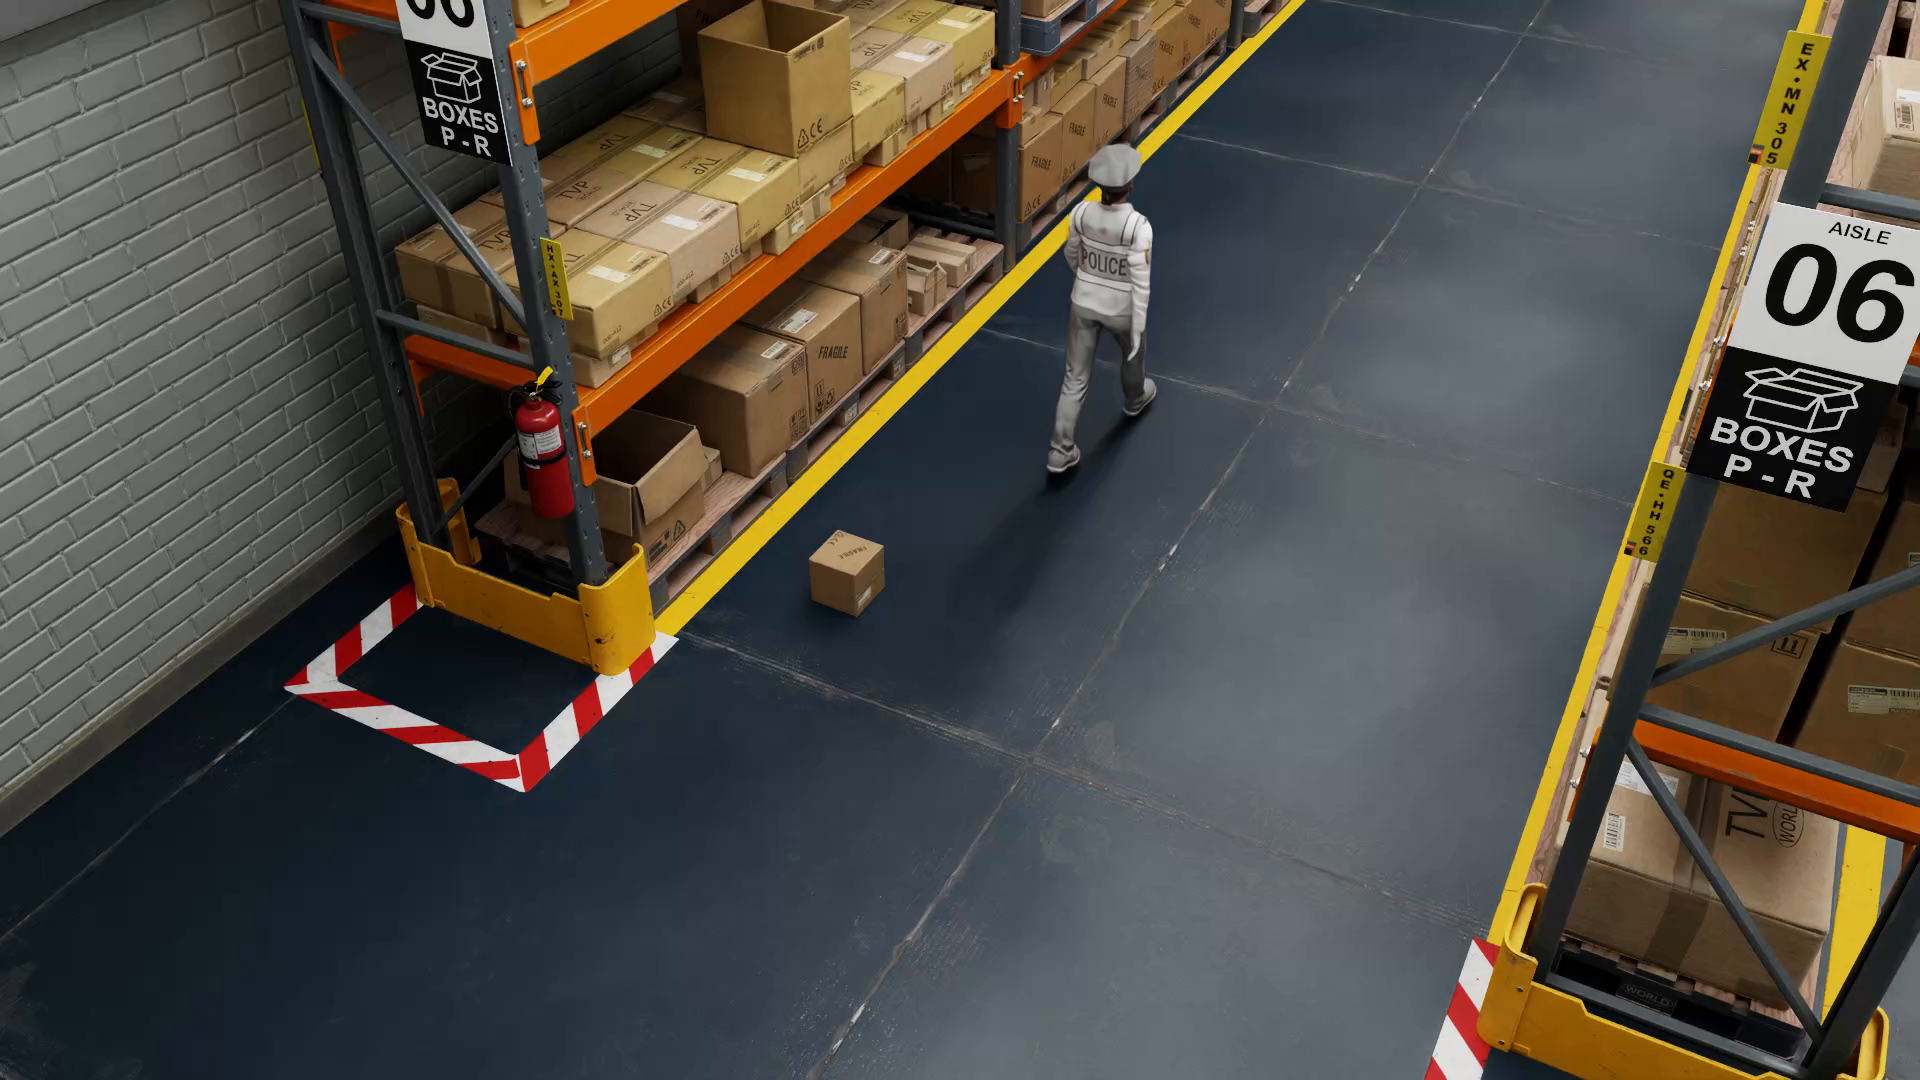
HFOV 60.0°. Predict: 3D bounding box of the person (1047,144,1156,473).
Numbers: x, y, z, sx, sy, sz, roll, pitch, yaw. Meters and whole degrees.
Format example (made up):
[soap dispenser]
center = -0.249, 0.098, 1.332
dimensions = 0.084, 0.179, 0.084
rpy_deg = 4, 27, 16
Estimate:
[person]
center = 0.733, -1.193, 8.229
dimensions = 0.506, 1.631, 1.025
rpy_deg = 16, 41, 19
